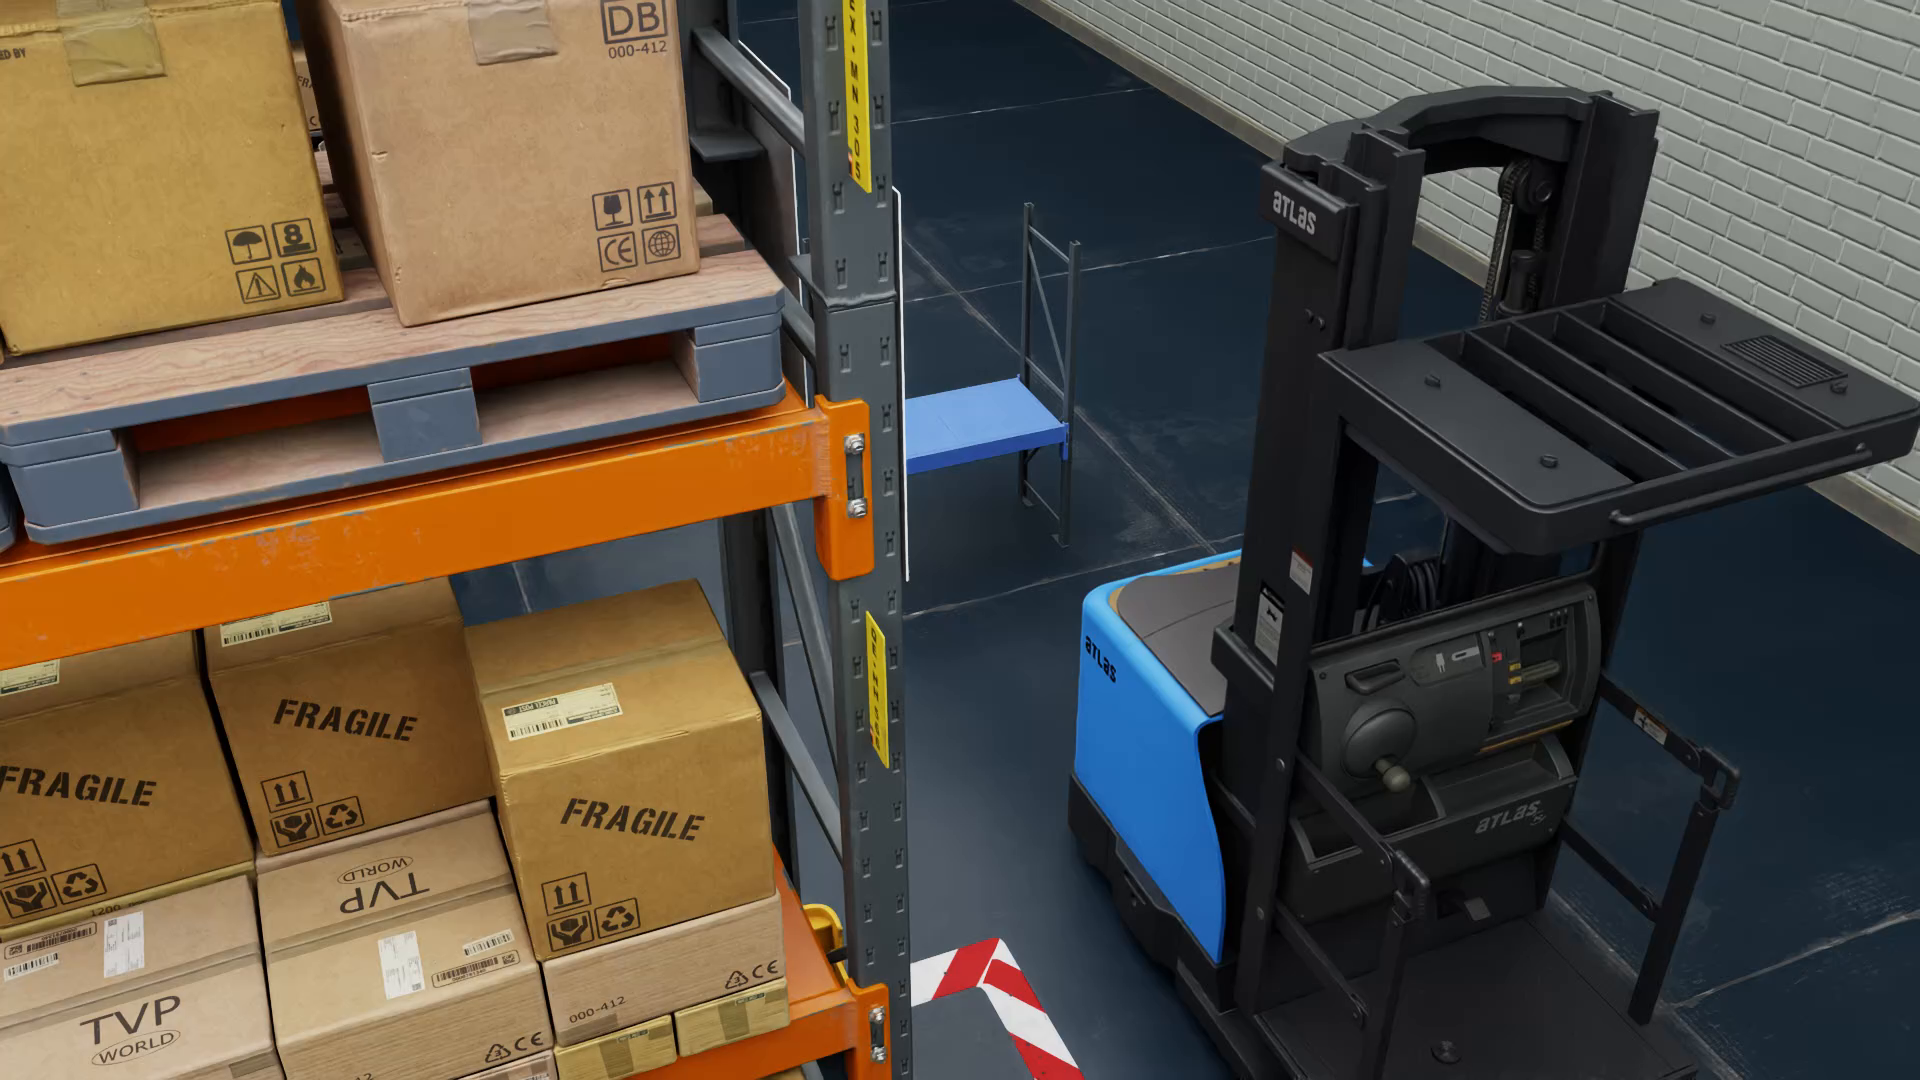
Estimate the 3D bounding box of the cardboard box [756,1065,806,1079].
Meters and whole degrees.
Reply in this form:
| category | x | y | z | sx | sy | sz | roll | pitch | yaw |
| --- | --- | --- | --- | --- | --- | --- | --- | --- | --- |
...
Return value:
| category | x | y | z | sx | sy | sz | roll | pitch | yaw |
| --- | --- | --- | --- | --- | --- | --- | --- | --- | --- |
| cardboard box | -0.919 | 1.494 | 4.266 | 0.875 | 0.875 | 0.875 | -13 | 35 | -19 |

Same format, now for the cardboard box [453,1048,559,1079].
| category | x | y | z | sx | sy | sz | roll | pitch | yaw |
| --- | --- | --- | --- | --- | --- | --- | --- | --- | --- |
| cardboard box | -1.033 | 1.059 | 3.602 | 0.250 | 0.149 | 0.380 | -13 | 35 | -19 |

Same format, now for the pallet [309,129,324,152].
| category | x | y | z | sx | sy | sz | roll | pitch | yaw |
| --- | --- | --- | --- | --- | --- | --- | --- | --- | --- |
| pallet | -4.997 | -3.024 | 12.204 | 1.213 | 0.211 | 1.003 | -13 | 35 | -19 |

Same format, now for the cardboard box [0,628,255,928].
| category | x | y | z | sx | sy | sz | roll | pitch | yaw |
| --- | --- | --- | --- | --- | --- | --- | --- | --- | --- |
| cardboard box | -1.844 | 0.412 | 3.544 | 0.500 | 0.500 | 0.500 | -14 | 36 | -20 |

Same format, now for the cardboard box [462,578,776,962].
| category | x | y | z | sx | sy | sz | roll | pitch | yaw |
| --- | --- | --- | --- | --- | --- | --- | --- | --- | --- |
| cardboard box | -0.708 | 0.463 | 3.465 | 0.500 | 0.500 | 0.500 | -12 | 35 | -18 |

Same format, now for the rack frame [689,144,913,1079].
| category | x | y | z | sx | sy | sz | roll | pitch | yaw |
| --- | --- | --- | --- | --- | --- | --- | --- | --- | --- |
| rack frame | -0.360 | 0.605 | 4.070 | 0.127 | 3.000 | 1.000 | -13 | 35 | -19 |

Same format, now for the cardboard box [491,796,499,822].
| category | x | y | z | sx | sy | sz | roll | pitch | yaw |
| --- | --- | --- | --- | --- | --- | --- | --- | --- | --- |
| cardboard box | -0.907 | 0.508 | 4.083 | 0.500 | 0.250 | 0.500 | -14 | 36 | -20 |

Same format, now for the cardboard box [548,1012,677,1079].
| category | x | y | z | sx | sy | sz | roll | pitch | yaw |
| --- | --- | --- | --- | --- | --- | --- | --- | --- | --- |
| cardboard box | -0.800 | 1.006 | 3.683 | 0.250 | 0.149 | 0.380 | -13 | 35 | -18 |

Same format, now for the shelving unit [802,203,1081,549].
| category | x | y | z | sx | sy | sz | roll | pitch | yaw |
| --- | --- | --- | --- | --- | --- | --- | --- | --- | --- |
| shelving unit | -0.079 | -0.611 | 7.313 | 1.048 | 1.500 | 0.538 | -13 | 35 | -19 |

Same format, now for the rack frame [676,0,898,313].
| category | x | y | z | sx | sy | sz | roll | pitch | yaw |
| --- | --- | --- | --- | --- | --- | --- | --- | --- | --- |
| rack frame | -0.360 | -1.910 | 2.434 | 0.127 | 3.000 | 1.000 | -13 | 35 | -19 |

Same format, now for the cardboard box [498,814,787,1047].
| category | x | y | z | sx | sy | sz | roll | pitch | yaw |
| --- | --- | --- | --- | --- | --- | --- | --- | --- | --- |
| cardboard box | -0.704 | 0.778 | 3.668 | 0.500 | 0.250 | 0.500 | -13 | 35 | -20 |

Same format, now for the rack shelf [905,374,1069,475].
| category | x | y | z | sx | sy | sz | roll | pitch | yaw |
| --- | --- | --- | --- | --- | --- | --- | --- | --- | --- |
| rack shelf | -0.079 | -0.460 | 7.411 | 1.000 | 0.185 | 0.538 | -13 | 35 | -19 |

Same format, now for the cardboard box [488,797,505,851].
| category | x | y | z | sx | sy | sz | roll | pitch | yaw |
| --- | --- | --- | --- | --- | --- | --- | --- | --- | --- |
| cardboard box | -1.051 | 0.674 | 4.194 | 0.250 | 0.149 | 0.380 | -13 | 35 | -20 |

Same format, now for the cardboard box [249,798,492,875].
| category | x | y | z | sx | sy | sz | roll | pitch | yaw |
| --- | --- | --- | --- | --- | --- | --- | --- | --- | --- |
| cardboard box | -1.384 | 0.621 | 3.909 | 0.500 | 0.250 | 0.500 | -13 | 35 | -20 |

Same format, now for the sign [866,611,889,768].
| category | x | y | z | sx | sy | sz | roll | pitch | yaw |
| --- | --- | --- | --- | --- | --- | --- | --- | --- | --- |
| sign | -0.163 | 0.296 | 3.266 | 0.005 | 0.325 | 0.100 | -13 | 35 | -19 |

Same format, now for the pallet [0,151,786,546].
| category | x | y | z | sx | sy | sz | roll | pitch | yaw |
| --- | --- | --- | --- | --- | --- | --- | --- | --- | --- |
| pallet | -1.040 | -0.454 | 3.028 | 1.213 | 0.211 | 1.003 | -13 | 35 | -19 |

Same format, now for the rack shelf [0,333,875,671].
| category | x | y | z | sx | sy | sz | roll | pitch | yaw |
| --- | --- | --- | --- | --- | --- | --- | --- | --- | --- |
| rack shelf | -2.204 | 0.071 | 2.800 | 4.000 | 0.370 | 1.077 | -13 | 35 | -19 |

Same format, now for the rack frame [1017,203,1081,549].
| category | x | y | z | sx | sy | sz | roll | pitch | yaw |
| --- | --- | --- | --- | --- | --- | --- | --- | --- | --- |
| rack frame | 0.390 | -0.718 | 7.478 | 0.032 | 1.500 | 0.500 | -13 | 35 | -19 |

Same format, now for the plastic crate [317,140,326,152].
| category | x | y | z | sx | sy | sz | roll | pitch | yaw |
| --- | --- | --- | --- | --- | --- | --- | --- | --- | --- |
| plastic crate | -2.961 | -1.888 | 8.088 | 0.298 | 0.136 | 0.250 | -13 | 35 | -19 |

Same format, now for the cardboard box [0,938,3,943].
| category | x | y | z | sx | sy | sz | roll | pitch | yaw |
| --- | --- | --- | --- | --- | --- | --- | --- | --- | --- |
| cardboard box | -2.328 | 0.838 | 3.576 | 0.500 | 0.250 | 0.500 | -14 | 35 | -20 |

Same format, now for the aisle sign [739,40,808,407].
| category | x | y | z | sx | sy | sz | roll | pitch | yaw |
| --- | --- | --- | --- | --- | --- | --- | --- | --- | --- |
| aisle sign | -0.410 | -0.651 | 3.617 | 0.004 | 0.787 | 0.394 | -13 | 35 | -19 |

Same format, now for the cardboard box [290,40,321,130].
| category | x | y | z | sx | sy | sz | roll | pitch | yaw |
| --- | --- | --- | --- | --- | --- | --- | --- | --- | --- |
| cardboard box | -4.598 | -3.276 | 11.923 | 0.500 | 0.500 | 0.500 | -13 | 35 | -19 |

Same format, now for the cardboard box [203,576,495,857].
| category | x | y | z | sx | sy | sz | roll | pitch | yaw |
| --- | --- | --- | --- | --- | --- | --- | --- | --- | --- |
| cardboard box | -1.368 | 0.300 | 3.716 | 0.500 | 0.500 | 0.500 | -14 | 35 | -20 |

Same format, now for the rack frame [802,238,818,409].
| category | x | y | z | sx | sy | sz | roll | pitch | yaw |
| --- | --- | --- | --- | --- | --- | --- | --- | --- | --- |
| rack frame | -0.547 | -0.503 | 7.148 | 0.032 | 1.500 | 0.500 | -13 | 35 | -19 |

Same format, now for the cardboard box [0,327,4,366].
| category | x | y | z | sx | sy | sz | roll | pitch | yaw |
| --- | --- | --- | --- | --- | --- | --- | --- | --- | --- |
| cardboard box | -1.843 | -0.584 | 2.579 | 0.500 | 0.500 | 0.700 | -15 | 36 | -22 |

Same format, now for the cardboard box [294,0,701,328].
| category | x | y | z | sx | sy | sz | roll | pitch | yaw |
| --- | --- | --- | --- | --- | --- | --- | --- | --- | --- |
| cardboard box | -0.819 | -0.776 | 2.873 | 0.500 | 0.500 | 0.700 | -15 | 36 | -22 |

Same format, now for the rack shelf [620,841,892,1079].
| category | x | y | z | sx | sy | sz | roll | pitch | yaw |
| --- | --- | --- | --- | --- | --- | --- | --- | --- | --- |
| rack shelf | -2.204 | 1.328 | 3.618 | 4.000 | 0.370 | 1.077 | -13 | 35 | -19 |

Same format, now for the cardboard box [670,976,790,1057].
| category | x | y | z | sx | sy | sz | roll | pitch | yaw |
| --- | --- | --- | --- | --- | --- | --- | --- | --- | --- |
| cardboard box | -0.561 | 0.951 | 3.769 | 0.250 | 0.149 | 0.380 | -12 | 35 | -18 |

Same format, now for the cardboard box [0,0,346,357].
| category | x | y | z | sx | sy | sz | roll | pitch | yaw |
| --- | --- | --- | --- | --- | --- | --- | --- | --- | --- |
| cardboard box | -1.385 | -0.718 | 2.784 | 0.500 | 0.500 | 0.700 | -14 | 36 | -21 |

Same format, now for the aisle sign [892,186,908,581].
| category | x | y | z | sx | sy | sz | roll | pitch | yaw |
| --- | --- | --- | --- | --- | --- | --- | --- | --- | --- |
| aisle sign | -0.178 | -0.349 | 3.153 | 0.004 | 0.787 | 0.394 | -13 | 35 | -19 |

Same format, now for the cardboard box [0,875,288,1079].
| category | x | y | z | sx | sy | sz | roll | pitch | yaw |
| --- | --- | --- | --- | --- | --- | --- | --- | --- | --- |
| cardboard box | -1.641 | 0.993 | 3.338 | 0.500 | 0.250 | 0.500 | -14 | 36 | -21 |

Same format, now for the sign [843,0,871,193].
| category | x | y | z | sx | sy | sz | roll | pitch | yaw |
| --- | --- | --- | --- | --- | --- | --- | --- | --- | --- |
| sign | -0.163 | -0.715 | 2.609 | 0.005 | 0.325 | 0.100 | -13 | 35 | -19 |

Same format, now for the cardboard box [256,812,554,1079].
| category | x | y | z | sx | sy | sz | roll | pitch | yaw |
| --- | --- | --- | --- | --- | --- | --- | --- | --- | --- |
| cardboard box | -1.172 | 0.885 | 3.504 | 0.500 | 0.250 | 0.500 | -14 | 35 | -20 |

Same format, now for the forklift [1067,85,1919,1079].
| category | x | y | z | sx | sy | sz | roll | pitch | yaw |
| --- | --- | --- | --- | --- | --- | --- | --- | --- | --- |
| forklift | 1.445 | 0.463 | 4.350 | 1.130 | 2.935 | 3.031 | -13 | 35 | -20 |

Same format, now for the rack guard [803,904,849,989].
| category | x | y | z | sx | sy | sz | roll | pitch | yaw |
| --- | --- | --- | --- | --- | --- | --- | --- | --- | --- |
| rack guard | -0.338 | 1.647 | 4.760 | 0.348 | 0.500 | 1.175 | -13 | 35 | -19 |

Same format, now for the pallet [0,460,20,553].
| category | x | y | z | sx | sy | sz | roll | pitch | yaw |
| --- | --- | --- | --- | --- | --- | --- | --- | --- | --- |
| pallet | -2.167 | -0.194 | 2.629 | 1.213 | 0.211 | 1.003 | -13 | 35 | -19 |

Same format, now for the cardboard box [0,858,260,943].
| category | x | y | z | sx | sy | sz | roll | pitch | yaw |
| --- | --- | --- | --- | --- | --- | --- | --- | --- | --- |
| cardboard box | -1.849 | 0.726 | 3.749 | 0.500 | 0.250 | 0.500 | -14 | 36 | -21 |
